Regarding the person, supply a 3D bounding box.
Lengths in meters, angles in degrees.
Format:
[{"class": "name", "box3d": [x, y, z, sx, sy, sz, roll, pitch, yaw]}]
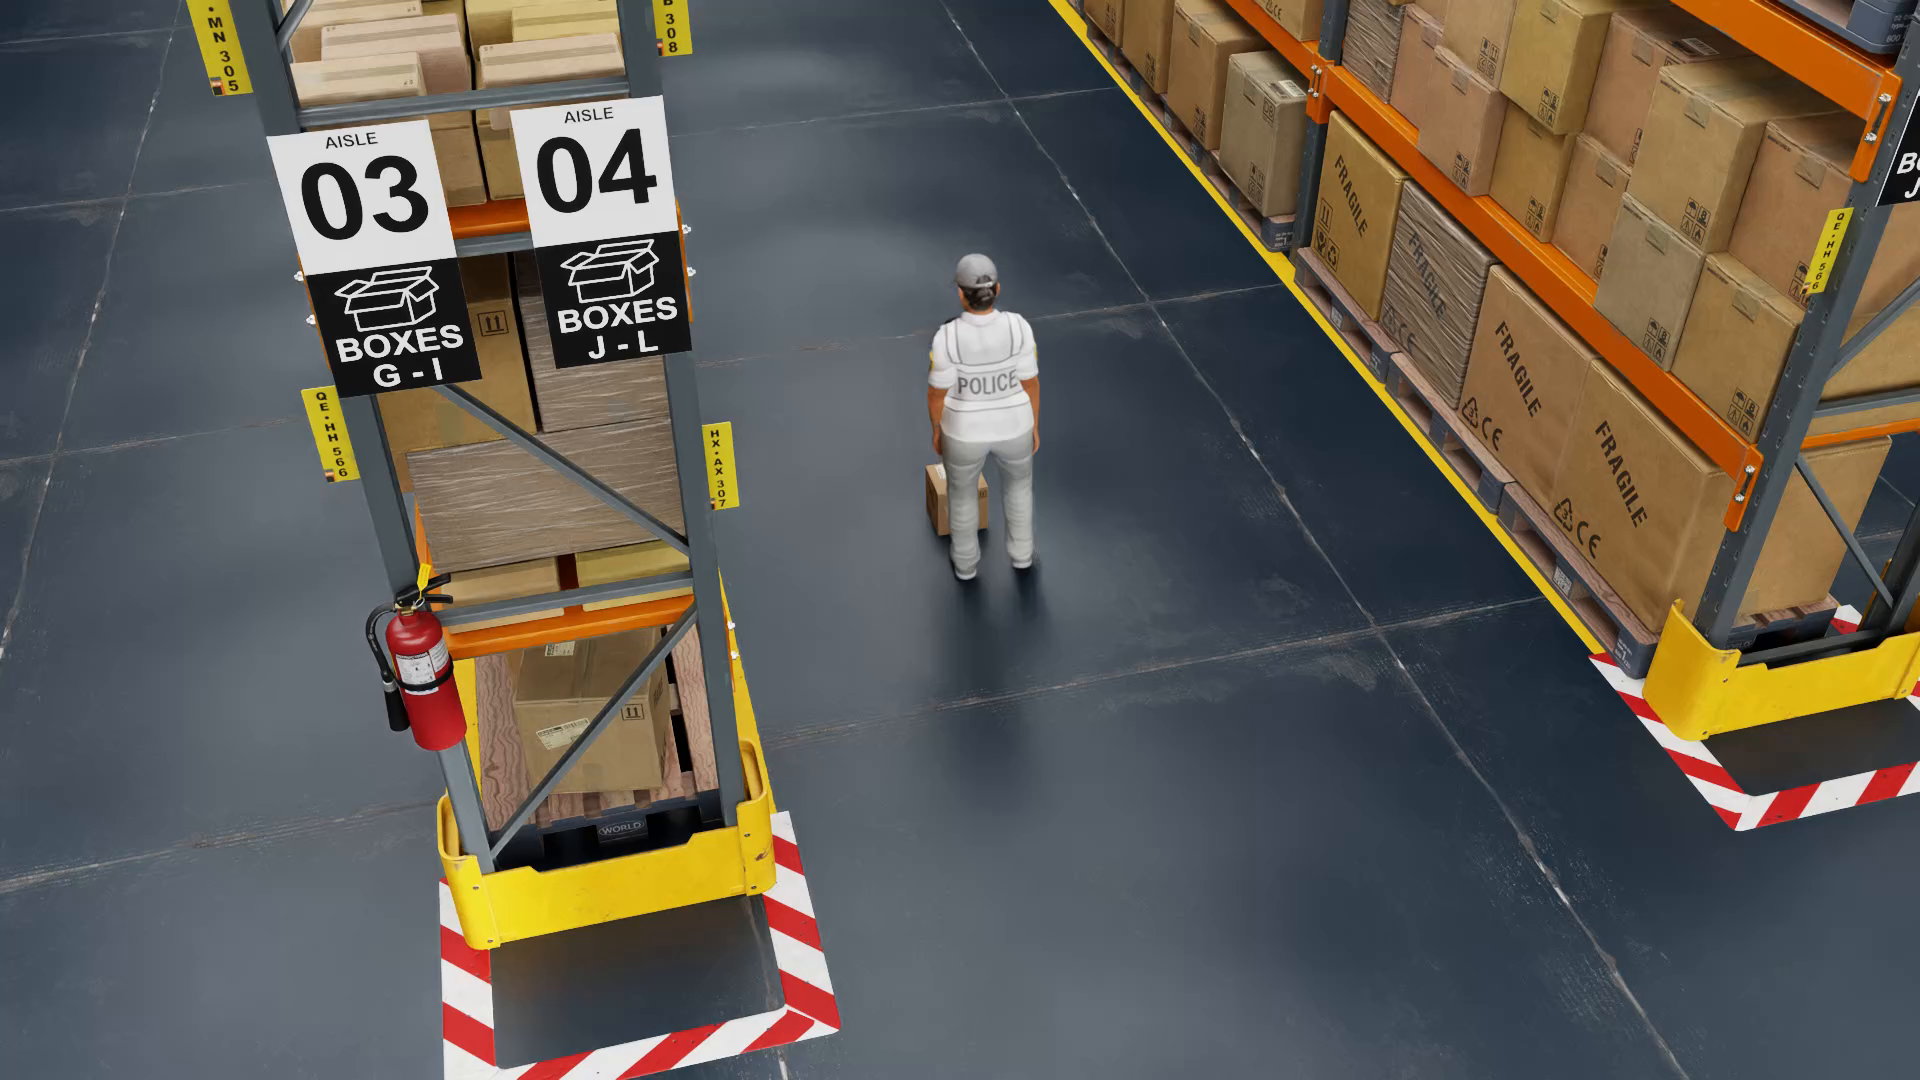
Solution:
[{"class": "person", "box3d": [0.108, -0.509, 7.337, 0.530, 1.670, 0.465, -6, 39, -8]}]
